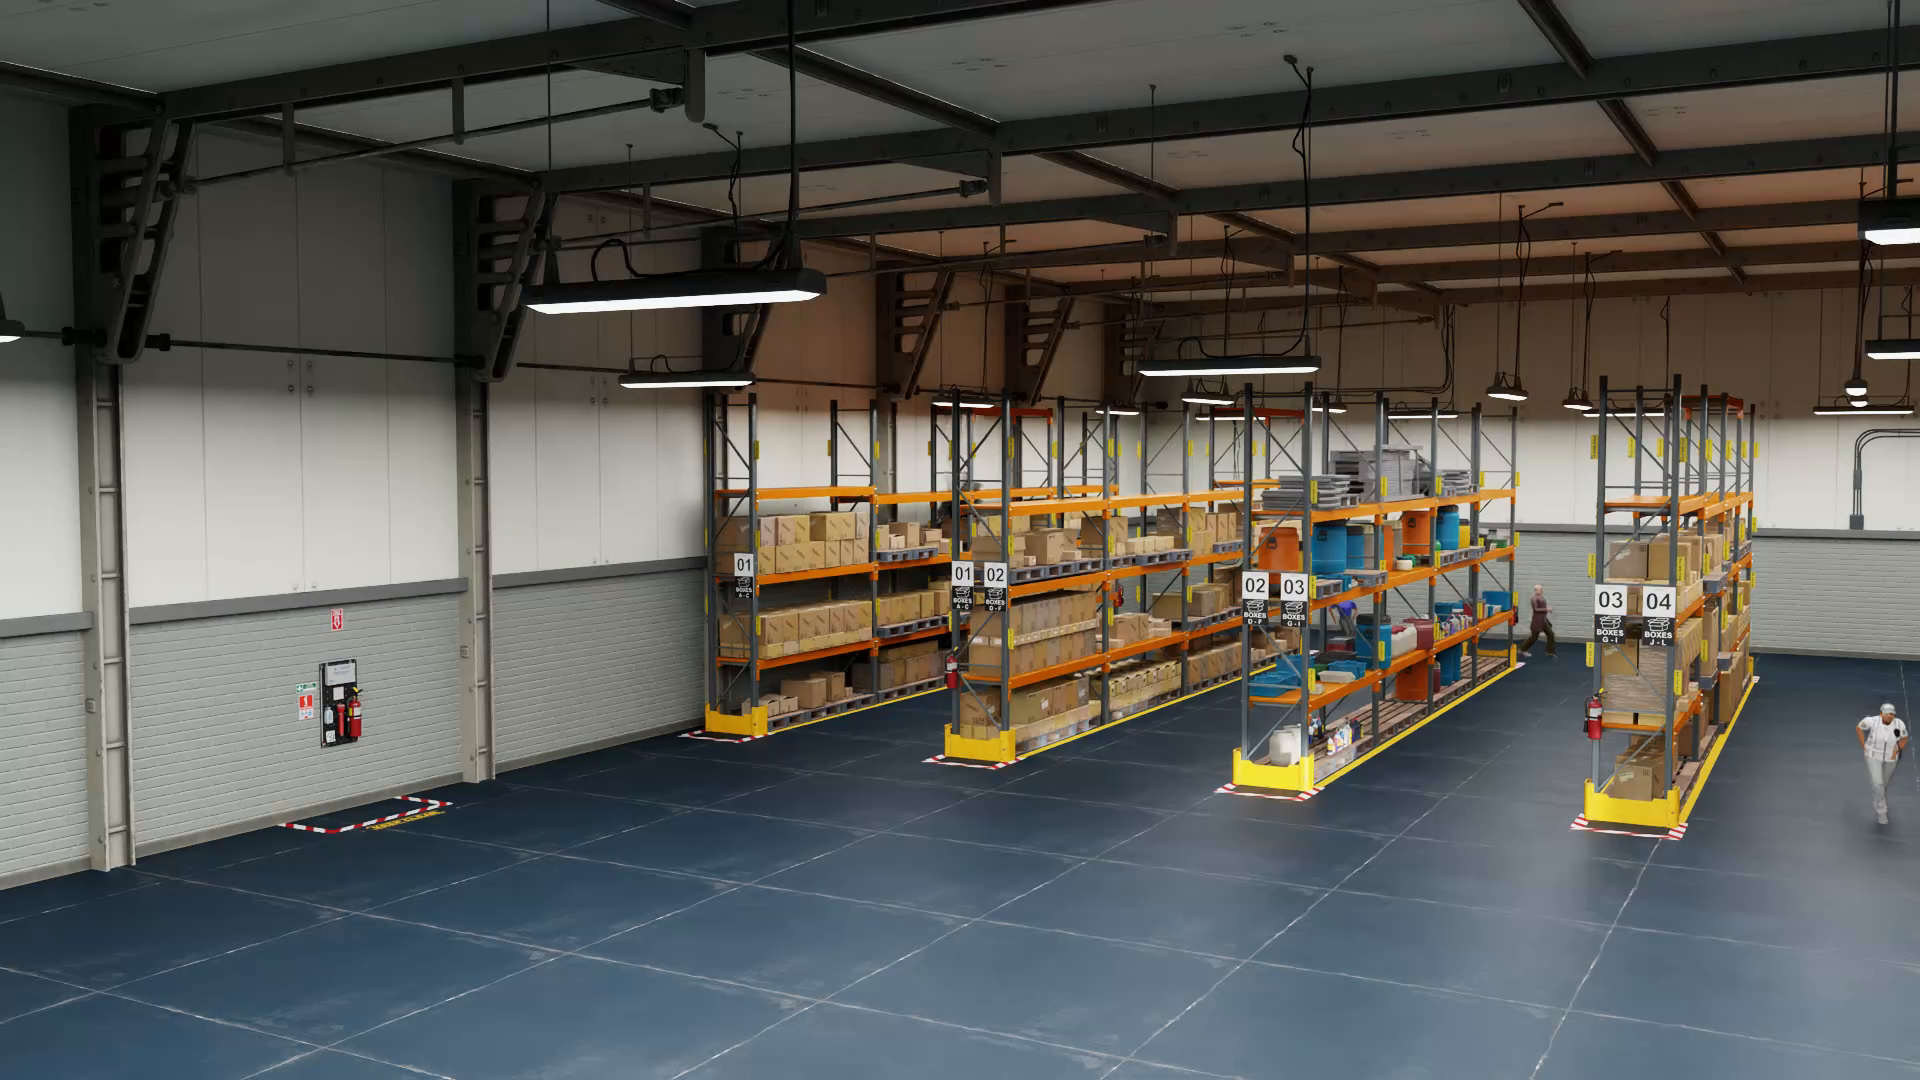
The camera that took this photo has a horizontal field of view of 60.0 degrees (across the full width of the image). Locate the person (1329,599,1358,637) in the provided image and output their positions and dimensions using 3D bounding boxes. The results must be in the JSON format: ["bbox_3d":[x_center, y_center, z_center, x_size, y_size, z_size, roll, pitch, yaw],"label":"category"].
[{"bbox_3d":[9.423,2.002,40.810,0.609,1.601,0.554,-1,3,-10],"label":"person"}]

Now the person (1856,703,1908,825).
[{"bbox_3d":[12.519,3.007,22.621,0.618,1.671,0.961,1,3,20],"label":"person"}]

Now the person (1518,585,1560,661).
[{"bbox_3d":[13.875,1.975,39.814,0.966,1.811,0.727,3,4,41],"label":"person"}]
